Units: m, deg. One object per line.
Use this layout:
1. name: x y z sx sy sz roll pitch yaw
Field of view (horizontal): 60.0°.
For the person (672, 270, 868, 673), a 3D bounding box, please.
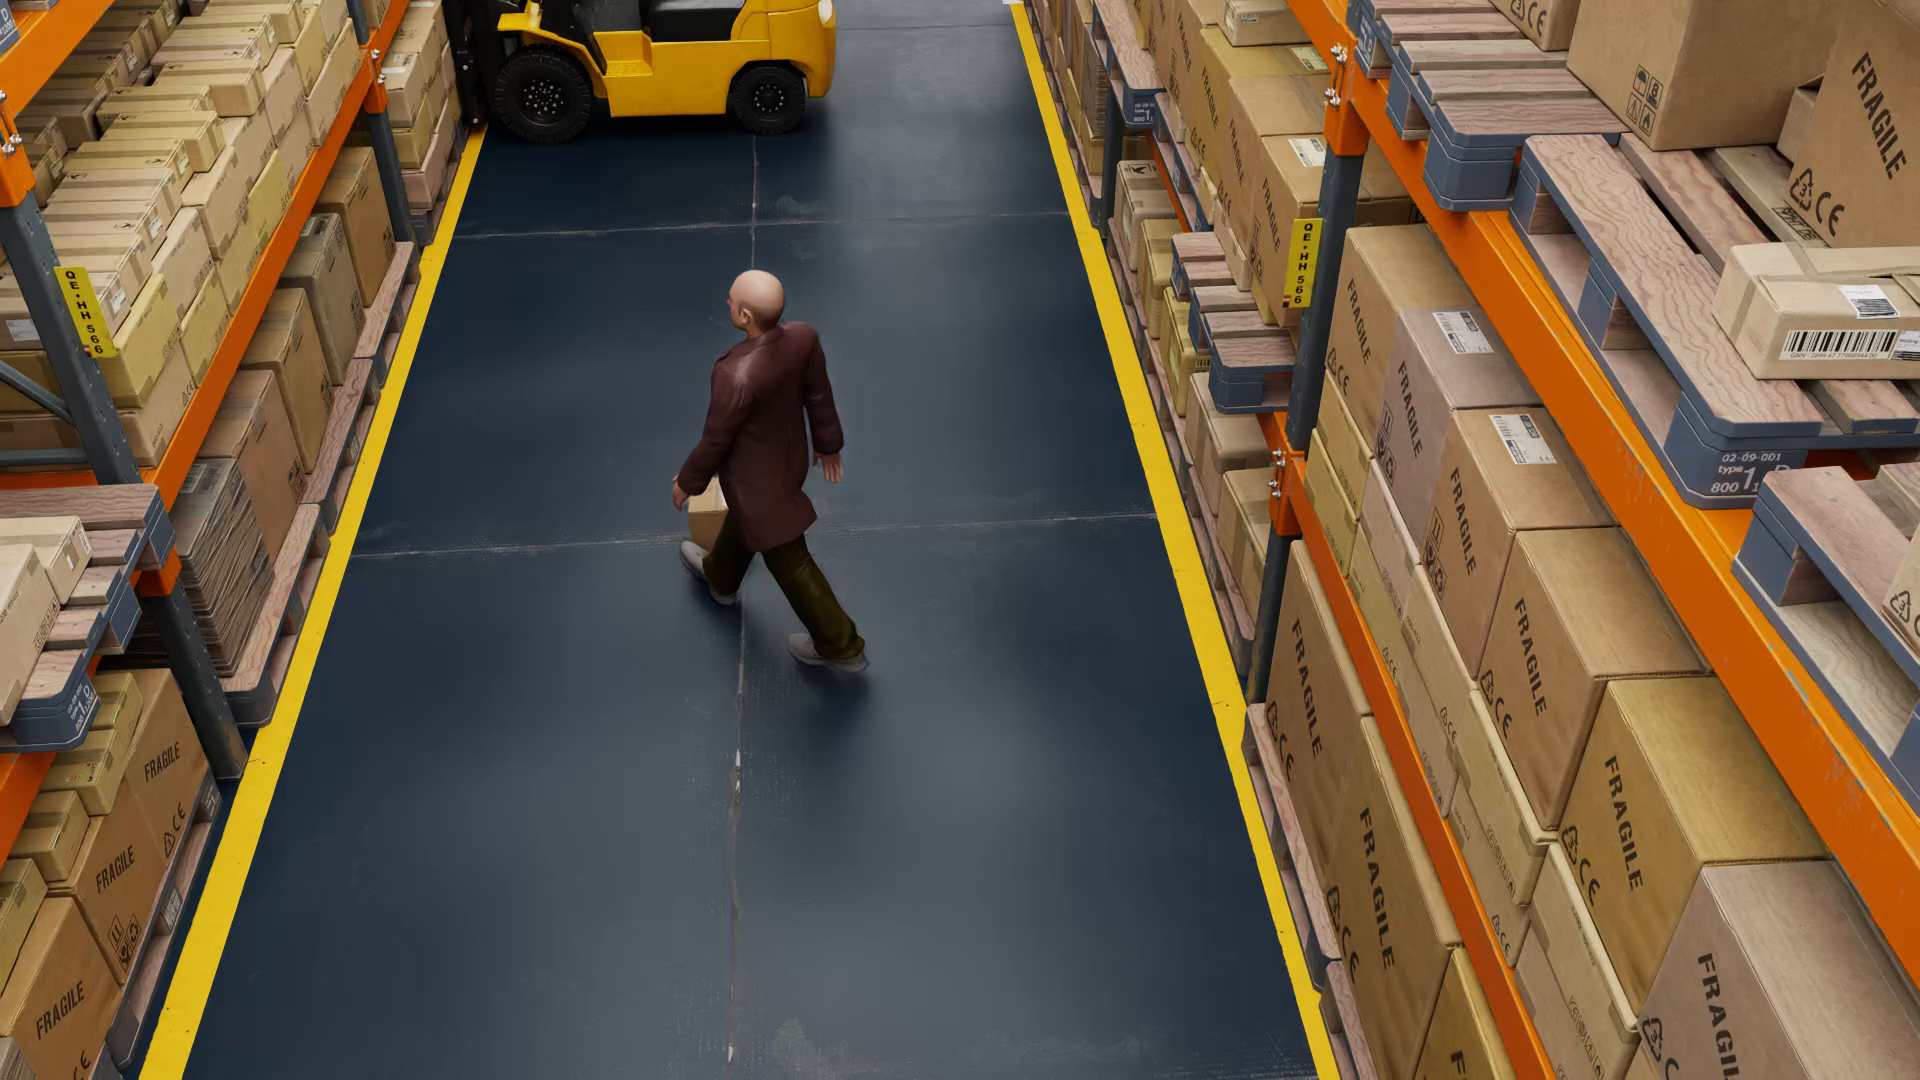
1. person: -0.828 -0.307 6.543 1.076 1.728 0.630 18 42 21
